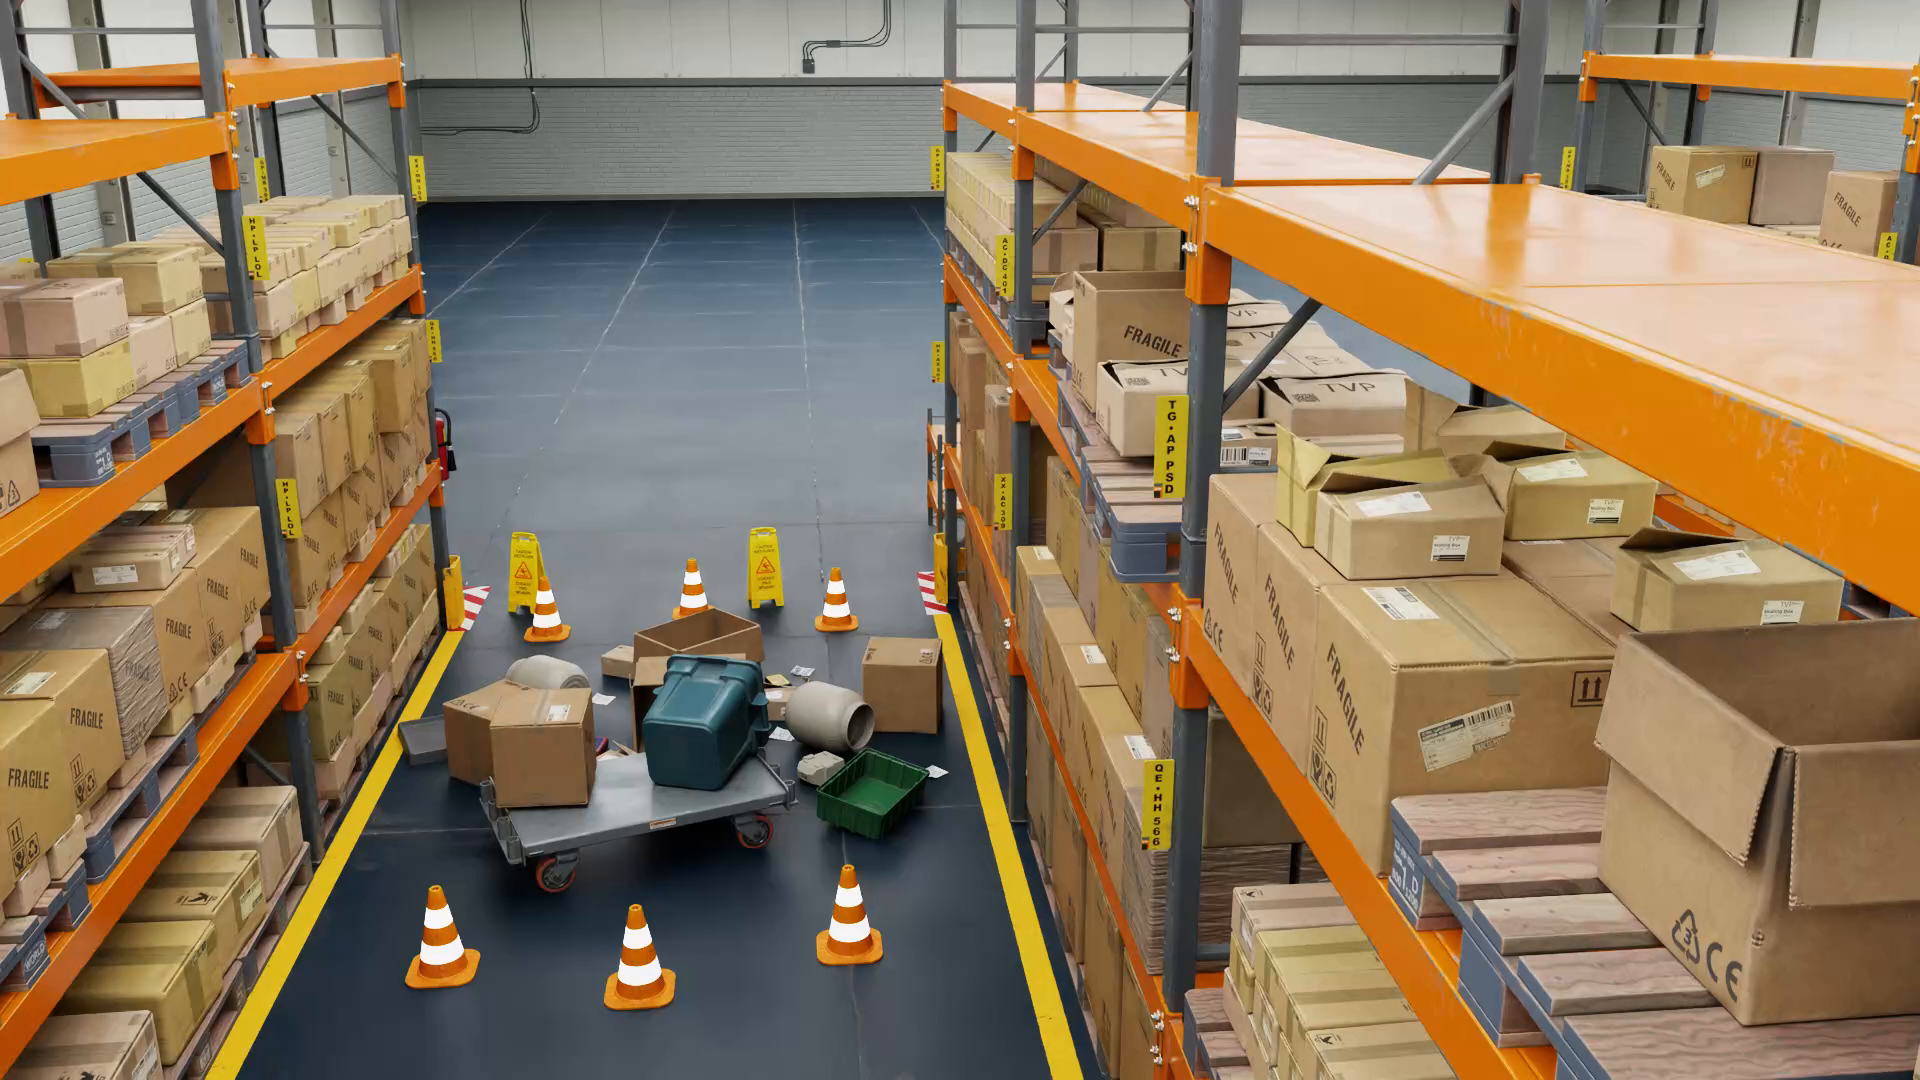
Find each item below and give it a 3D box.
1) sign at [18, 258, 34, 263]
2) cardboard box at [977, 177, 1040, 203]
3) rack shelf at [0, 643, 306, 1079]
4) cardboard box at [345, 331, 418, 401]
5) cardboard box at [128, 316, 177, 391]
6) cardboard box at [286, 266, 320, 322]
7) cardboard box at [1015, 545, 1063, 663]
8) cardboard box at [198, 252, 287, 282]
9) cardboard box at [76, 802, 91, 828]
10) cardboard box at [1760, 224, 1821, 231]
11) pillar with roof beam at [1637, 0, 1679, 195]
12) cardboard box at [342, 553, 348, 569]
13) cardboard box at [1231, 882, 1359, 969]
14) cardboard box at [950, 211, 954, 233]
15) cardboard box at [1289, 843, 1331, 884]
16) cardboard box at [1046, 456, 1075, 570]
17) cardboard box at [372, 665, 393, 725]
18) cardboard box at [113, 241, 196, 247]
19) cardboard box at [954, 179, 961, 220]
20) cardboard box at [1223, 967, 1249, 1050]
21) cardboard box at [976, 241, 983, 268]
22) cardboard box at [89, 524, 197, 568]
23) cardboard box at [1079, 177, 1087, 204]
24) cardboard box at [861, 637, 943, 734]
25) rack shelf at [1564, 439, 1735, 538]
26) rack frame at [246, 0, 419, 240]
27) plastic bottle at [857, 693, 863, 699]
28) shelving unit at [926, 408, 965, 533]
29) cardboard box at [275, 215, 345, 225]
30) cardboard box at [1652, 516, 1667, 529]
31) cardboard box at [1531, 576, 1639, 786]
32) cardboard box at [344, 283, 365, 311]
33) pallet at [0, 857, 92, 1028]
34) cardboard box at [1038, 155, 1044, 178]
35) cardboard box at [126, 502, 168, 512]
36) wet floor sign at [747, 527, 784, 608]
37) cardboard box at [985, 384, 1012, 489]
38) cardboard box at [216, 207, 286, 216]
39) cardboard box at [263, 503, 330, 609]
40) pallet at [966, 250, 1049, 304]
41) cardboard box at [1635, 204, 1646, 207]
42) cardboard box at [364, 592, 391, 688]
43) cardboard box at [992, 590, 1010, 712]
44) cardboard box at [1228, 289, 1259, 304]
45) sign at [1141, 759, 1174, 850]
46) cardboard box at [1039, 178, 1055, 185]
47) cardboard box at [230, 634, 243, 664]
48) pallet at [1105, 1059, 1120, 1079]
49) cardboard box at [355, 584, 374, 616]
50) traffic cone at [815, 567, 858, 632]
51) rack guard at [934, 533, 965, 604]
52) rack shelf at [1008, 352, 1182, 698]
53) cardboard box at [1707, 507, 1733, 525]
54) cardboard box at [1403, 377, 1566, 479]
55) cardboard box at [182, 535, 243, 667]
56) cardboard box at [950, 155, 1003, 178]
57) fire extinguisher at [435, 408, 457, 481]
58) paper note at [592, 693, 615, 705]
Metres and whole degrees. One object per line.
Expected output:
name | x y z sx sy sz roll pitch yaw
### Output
sign | -4.658 -1.254 8.367 0.100 0.325 0.005 -2 18 -6
cardboard box | 0.310 -2.194 10.441 0.380 0.149 0.250 -2 18 -6
rack shelf | -3.913 1.344 7.164 1.077 0.370 4.000 -2 18 -6
cardboard box | -4.217 -1.158 11.596 0.700 0.500 0.500 -2 18 -5
cardboard box | -3.867 -0.835 7.443 0.500 0.250 0.500 -2 17 -5
cardboard box | -3.954 -1.390 9.416 0.500 0.250 0.500 -2 18 -6
cardboard box | 0.581 0.339 8.996 0.500 0.500 0.500 -2 17 -5
cardboard box | -3.883 -1.468 8.998 0.380 0.149 0.250 -1 17 -4
cardboard box | -3.643 1.093 6.479 0.380 0.149 0.250 -1 17 -2
cardboard box | 5.774 -2.099 11.506 0.380 0.149 0.250 -3 18 -8
pillar with roof beam | 13.663 -13.038 41.756 9.100 9.000 0.400 -2 18 -6
cardboard box | -4.017 0.115 10.294 0.380 0.149 0.250 -2 18 -6
cardboard box | 1.062 1.194 5.165 0.380 0.149 0.250 -2 18 -6
cardboard box | 0.125 -2.342 12.245 0.380 0.149 0.250 -2 18 -5
cardboard box | 1.429 1.223 6.179 0.500 0.500 0.500 -2 17 -5
cardboard box | 0.851 -0.156 8.902 0.700 0.500 0.500 -2 18 -7
cardboard box | -4.035 1.015 10.898 0.500 0.250 0.500 -2 18 -6
cardboard box | -4.567 -1.604 9.430 0.380 0.149 0.250 -1 17 -4
cardboard box | 0.230 -2.417 11.819 0.500 0.250 0.500 -2 18 -6
cardboard box | 1.052 1.472 5.271 0.380 0.149 0.250 -2 18 -6
cardboard box | 0.306 -1.816 10.570 0.380 0.149 0.250 -2 18 -6
cardboard box | -3.763 0.040 7.666 0.380 0.149 0.250 -2 18 -7
cardboard box | 0.962 -2.216 10.515 0.380 0.149 0.250 -2 18 -6
cardboard box | -0.387 0.982 11.283 0.500 0.500 0.500 1 17 4
rack shelf | 5.532 -0.154 11.935 1.077 0.370 4.000 -2 18 -6
rack frame | -4.532 -3.650 11.851 1.000 3.000 0.127 -2 18 -6
plastic bottle | -0.807 1.131 11.546 0.283 0.061 0.133 -8 19 -25
shelving unit | 0.001 -0.535 15.075 0.538 1.125 1.048 -2 18 -6
cardboard box | -4.176 -2.005 10.709 0.380 0.149 0.250 -2 18 -7
cardboard box | 5.373 0.085 13.442 0.500 0.500 0.500 1 17 5
cardboard box | 1.630 0.394 3.812 0.500 0.500 0.500 -2 18 -6
cardboard box | -4.014 -1.545 10.574 0.380 0.149 0.250 -2 18 -6
pallet | -3.886 1.479 5.853 1.213 0.211 1.003 -2 18 -6
cardboard box | 0.778 -2.746 12.201 0.380 0.149 0.250 -2 18 -5
cardboard box | -4.412 0.090 9.292 0.500 0.500 0.500 -2 18 -7
wet floor sign | -1.591 0.205 13.518 0.267 0.644 0.232 -5 18 -15
cardboard box | 0.618 -0.637 10.217 0.875 0.550 0.550 -2 18 -6
cardboard box | -4.740 -2.139 11.135 0.380 0.149 0.250 -2 18 -6
cardboard box | -3.887 0.075 9.339 0.500 0.500 0.500 -2 18 -6
pallet | 0.598 -1.774 11.034 1.003 0.211 1.213 -2 18 -6
cardboard box | 5.054 -2.474 12.699 0.380 0.149 0.250 -1 17 -4
cardboard box | -4.030 0.660 10.776 0.500 0.500 0.500 -1 17 -3
cardboard box | 0.702 0.577 11.251 0.875 0.875 0.875 -2 18 -5
cardboard box | 1.140 -1.025 7.882 0.500 0.250 0.500 -2 18 -6
sign | 0.655 0.879 5.510 0.100 0.325 0.005 -2 18 -6
cardboard box | 0.761 -2.434 11.872 0.500 0.250 0.500 -2 18 -6
cardboard box | -3.782 0.548 8.216 0.380 0.149 0.250 -2 18 -7
pallet | 1.200 2.506 6.914 1.003 0.211 1.213 -2 18 -6
cardboard box | -3.950 0.392 10.547 0.380 0.149 0.250 -1 17 -2
traffic cone | -0.976 0.442 13.069 0.336 0.463 0.334 -2 18 -6
rack guard | 0.379 0.215 13.730 1.175 0.500 0.348 -2 18 -6
rack shelf | 1.000 -0.271 7.297 1.077 0.370 4.000 -2 18 -6
cardboard box | 5.344 -0.211 11.333 0.380 0.149 0.250 -2 18 -6
cardboard box | 1.507 -0.318 4.804 0.396 0.266 0.258 -2 18 -6
cardboard box | -3.791 0.293 7.945 0.500 0.500 0.500 -2 18 -5
cardboard box | 0.124 -2.726 12.138 0.380 0.149 0.250 -2 18 -5
fire extinguisher | -4.085 -0.799 12.916 0.296 0.674 0.183 -2 18 -6
paper note | -2.516 1.113 11.674 0.148 0.019 0.142 4 18 13
